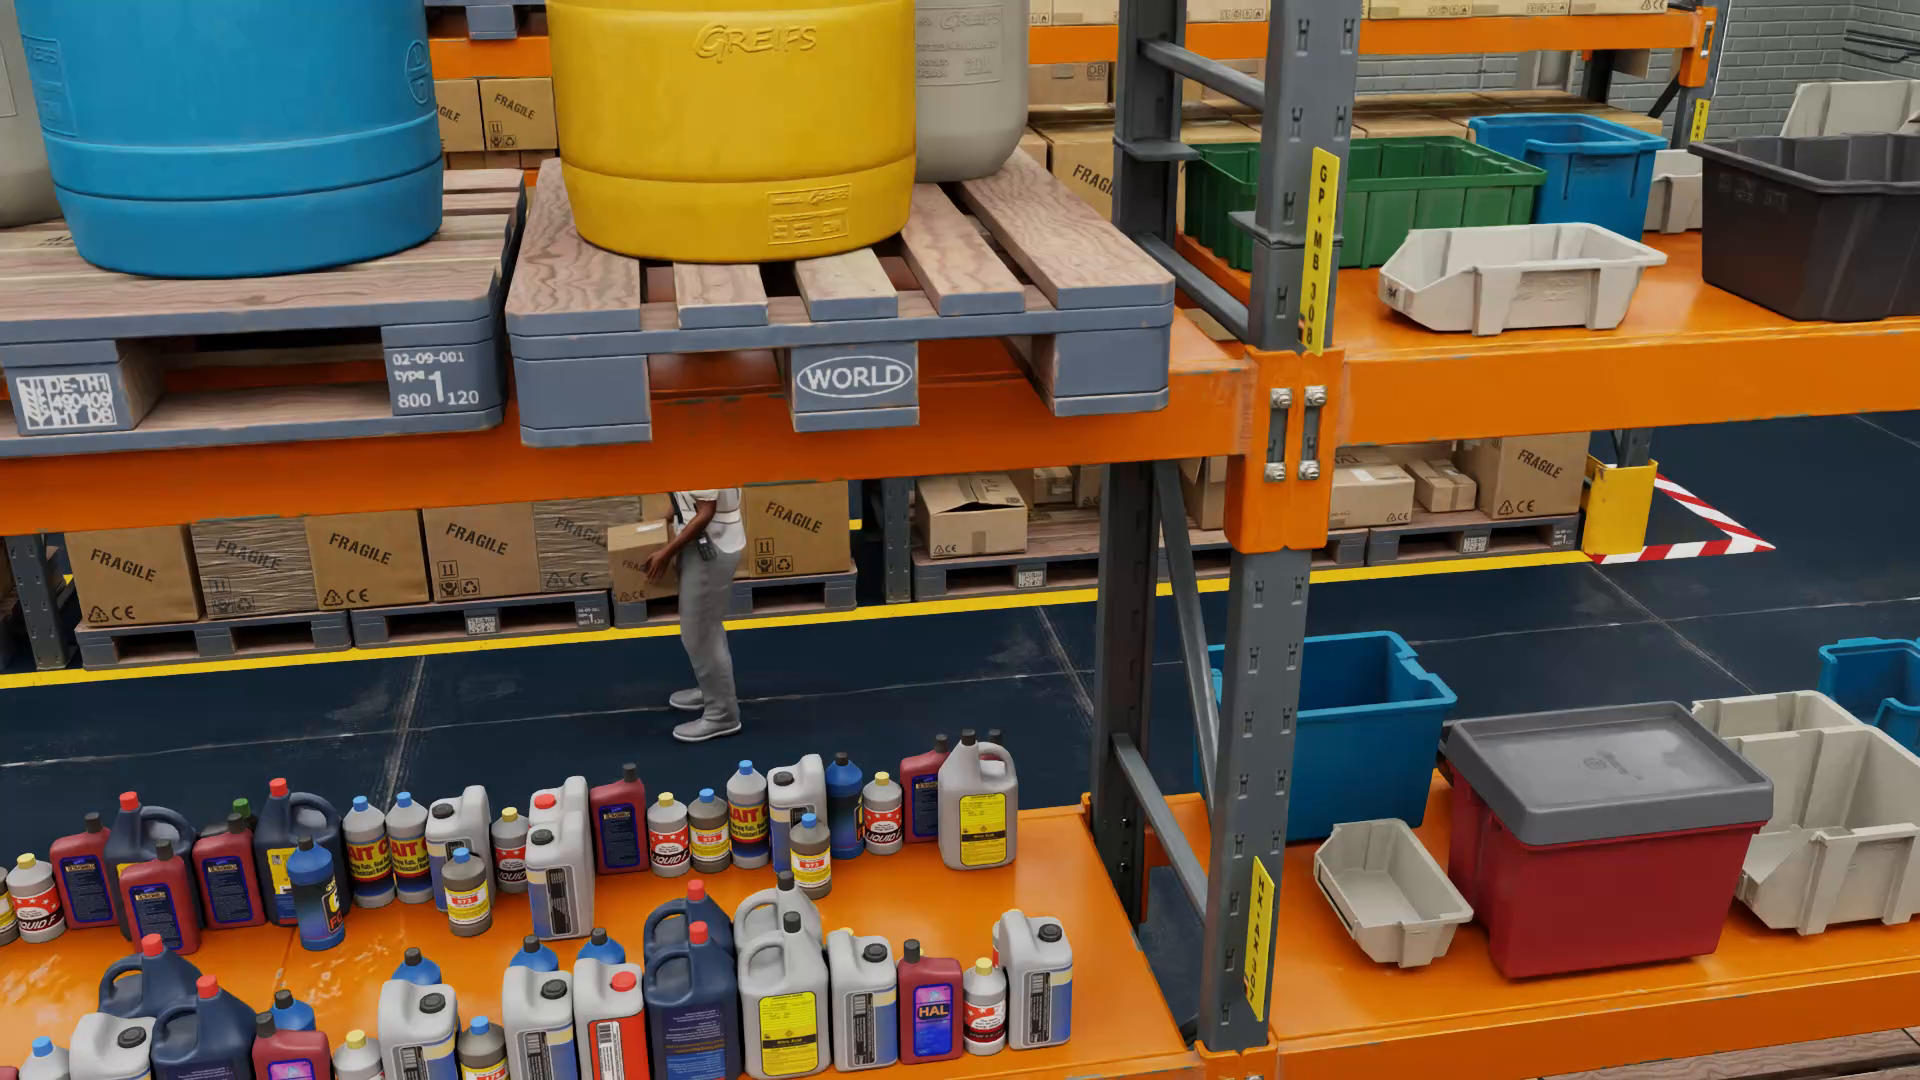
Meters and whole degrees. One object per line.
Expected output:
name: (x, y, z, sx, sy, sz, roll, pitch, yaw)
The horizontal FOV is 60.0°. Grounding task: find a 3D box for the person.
person: (-1.117, 0.030, 6.999, 0.429, 1.684, 0.479, -5, 24, -10)
